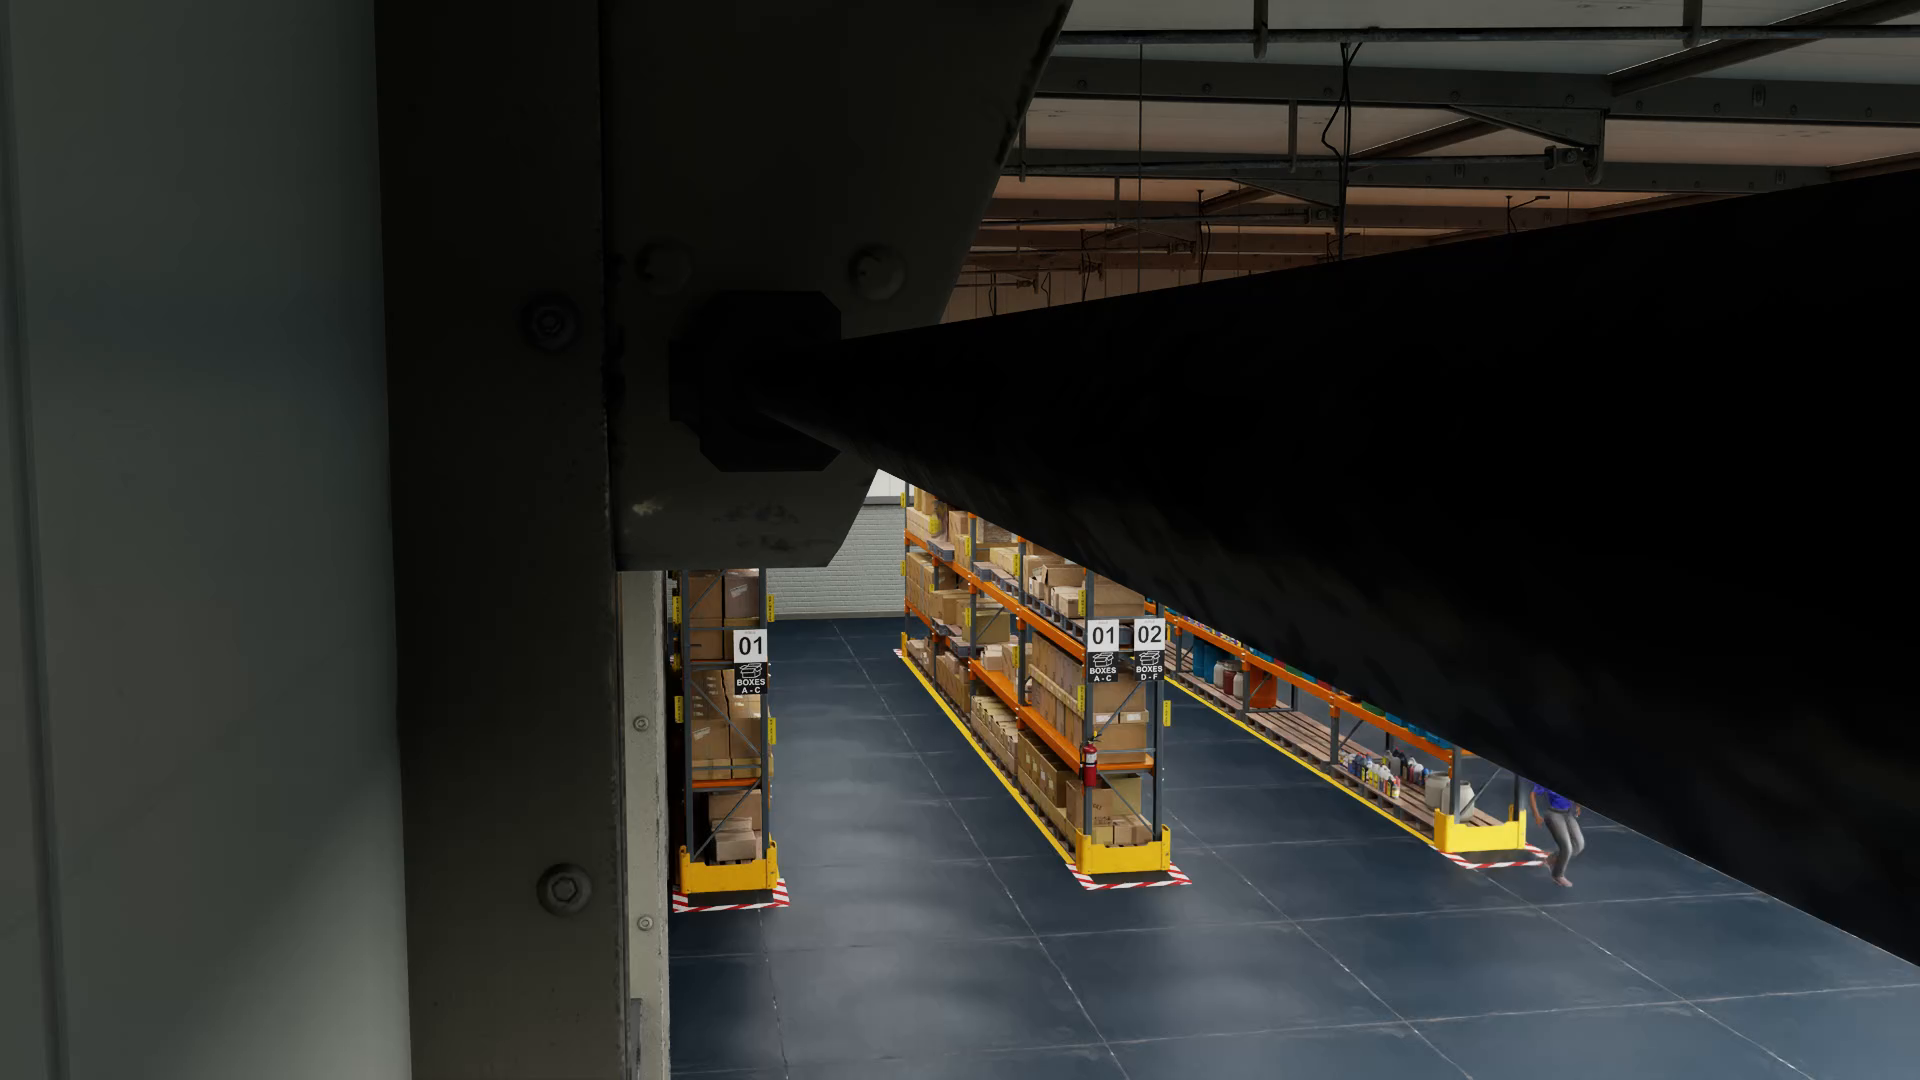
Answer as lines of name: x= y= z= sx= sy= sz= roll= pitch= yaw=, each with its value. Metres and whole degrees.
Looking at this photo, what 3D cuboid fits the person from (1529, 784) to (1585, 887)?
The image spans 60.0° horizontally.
person: x=7.343 y=3.439 z=20.400 sx=0.734 sy=1.625 sz=0.496 roll=-4 pitch=7 yaw=-37
